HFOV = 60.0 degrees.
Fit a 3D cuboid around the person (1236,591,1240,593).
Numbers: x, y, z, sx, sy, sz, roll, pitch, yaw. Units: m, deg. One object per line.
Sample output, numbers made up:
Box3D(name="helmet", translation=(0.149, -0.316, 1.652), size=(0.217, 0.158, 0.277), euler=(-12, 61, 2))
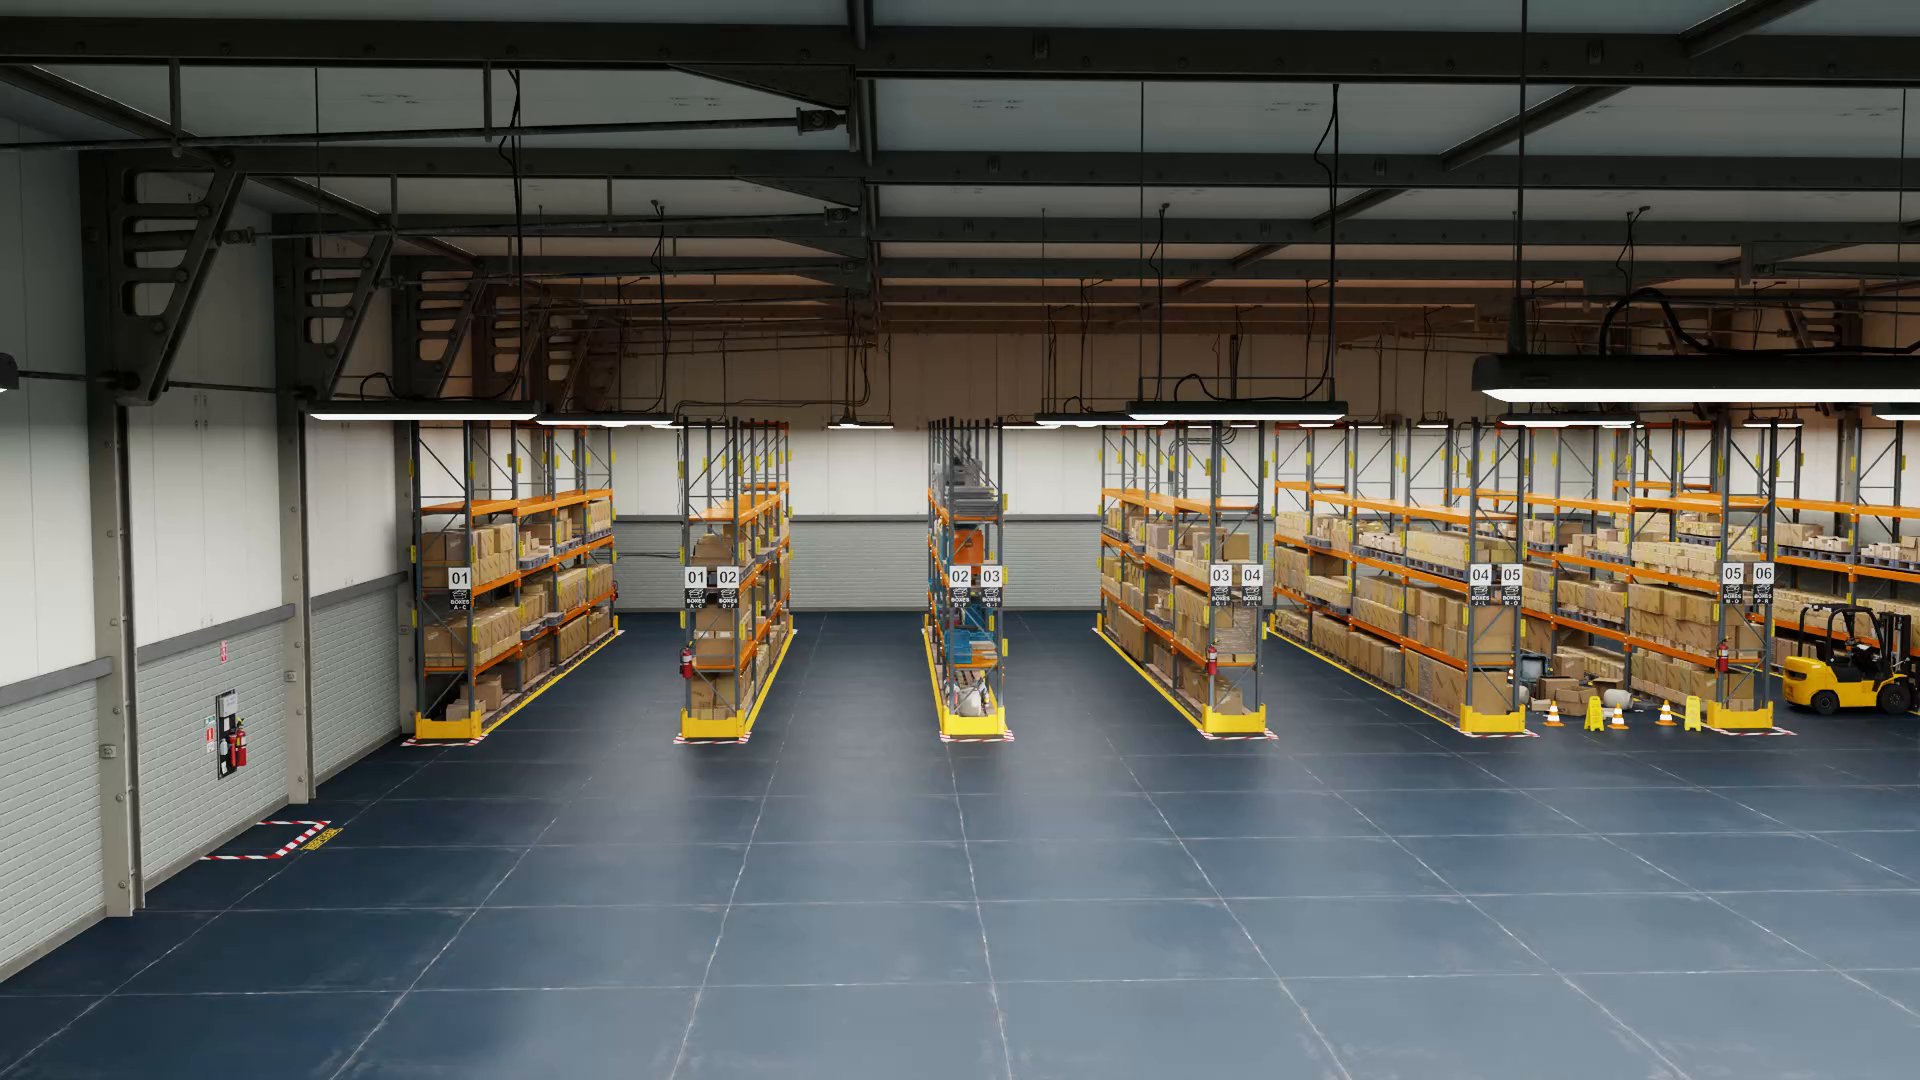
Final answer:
Box3D(name="person", translation=(7.723, 1.821, 47.159), size=(0.743, 1.771, 0.704), euler=(1, 4, 19))
